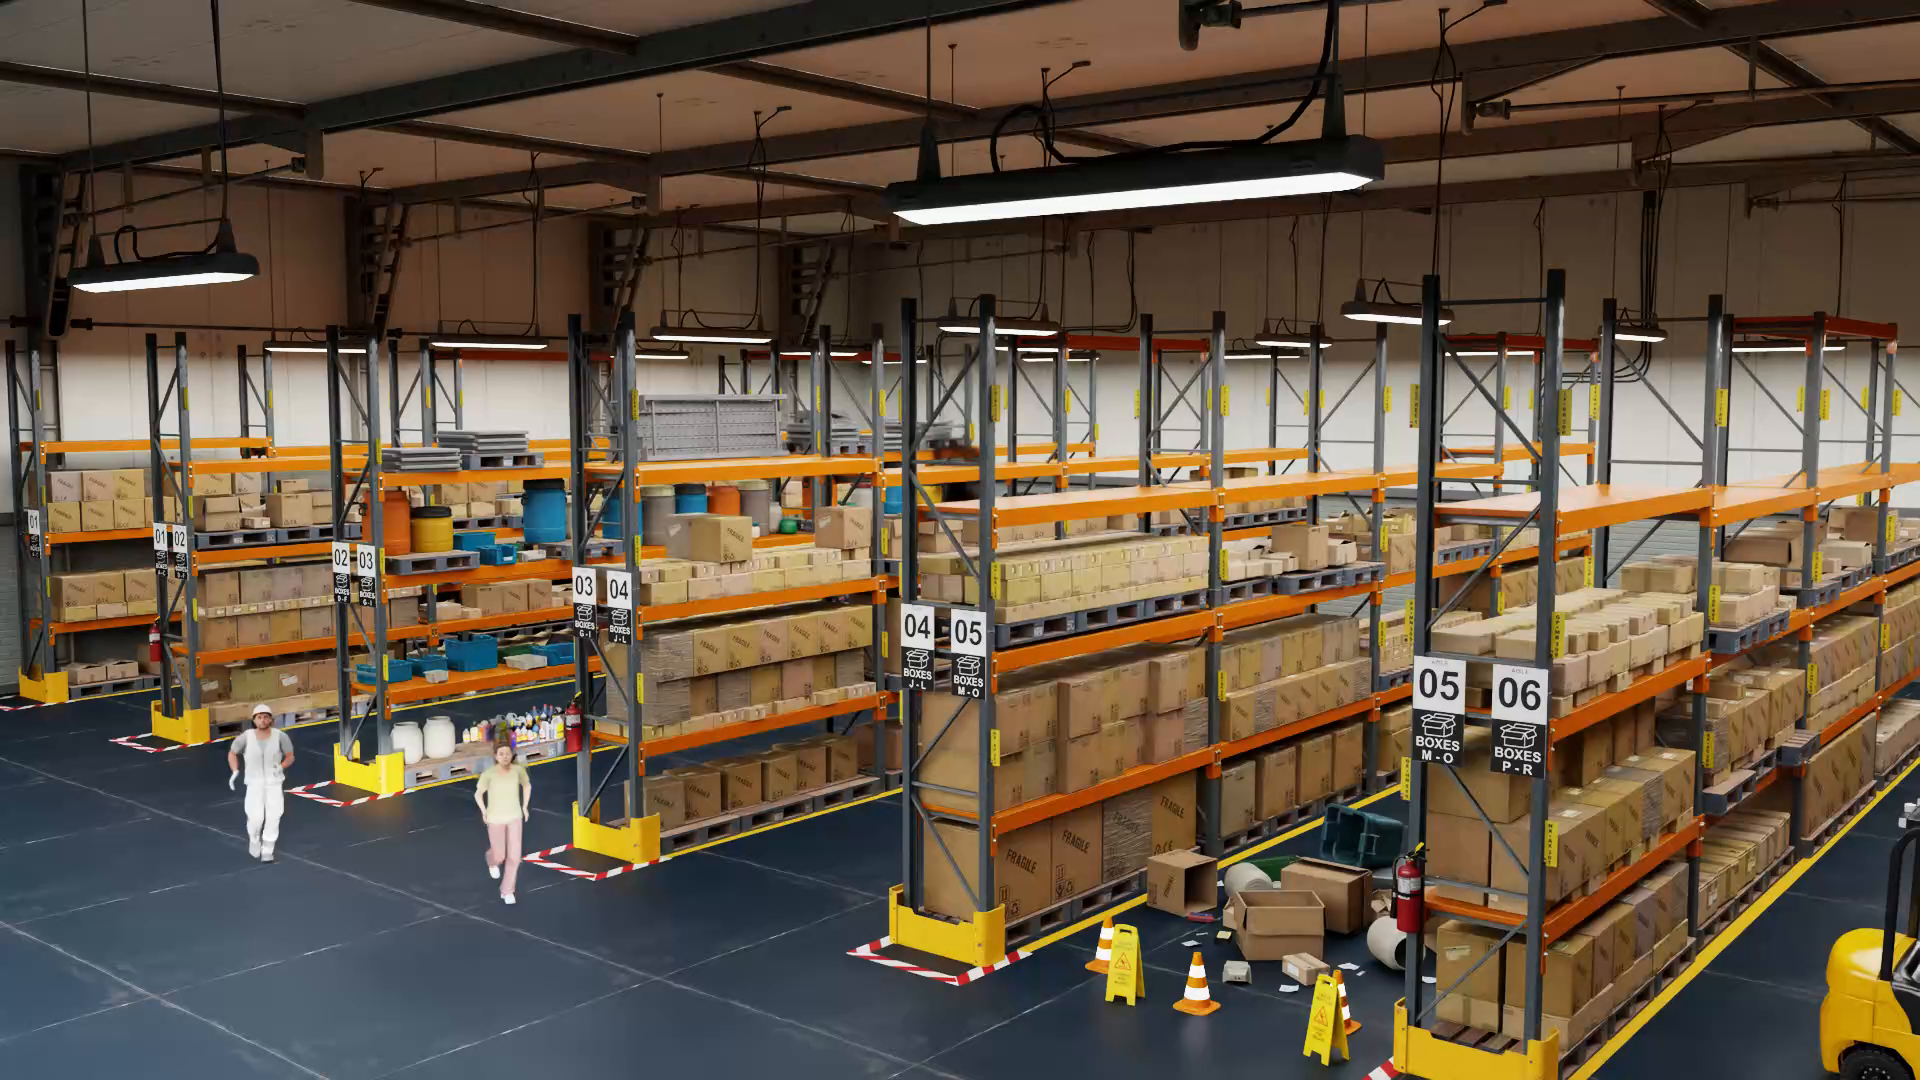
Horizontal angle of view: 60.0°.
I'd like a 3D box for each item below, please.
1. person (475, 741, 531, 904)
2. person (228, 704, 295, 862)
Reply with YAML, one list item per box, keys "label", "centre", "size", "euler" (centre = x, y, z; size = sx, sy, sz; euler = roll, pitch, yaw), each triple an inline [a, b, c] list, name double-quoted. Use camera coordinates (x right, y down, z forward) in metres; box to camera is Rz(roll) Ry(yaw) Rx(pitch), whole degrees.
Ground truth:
- label: "person"
  centre: [-4.653, 2.836, 16.963]
  size: [0.572, 1.626, 0.707]
  euler: [-2, 6, -25]
- label: "person"
  centre: [-7.565, 2.659, 18.059]
  size: [0.664, 1.739, 0.603]
  euler: [-3, 6, -27]
